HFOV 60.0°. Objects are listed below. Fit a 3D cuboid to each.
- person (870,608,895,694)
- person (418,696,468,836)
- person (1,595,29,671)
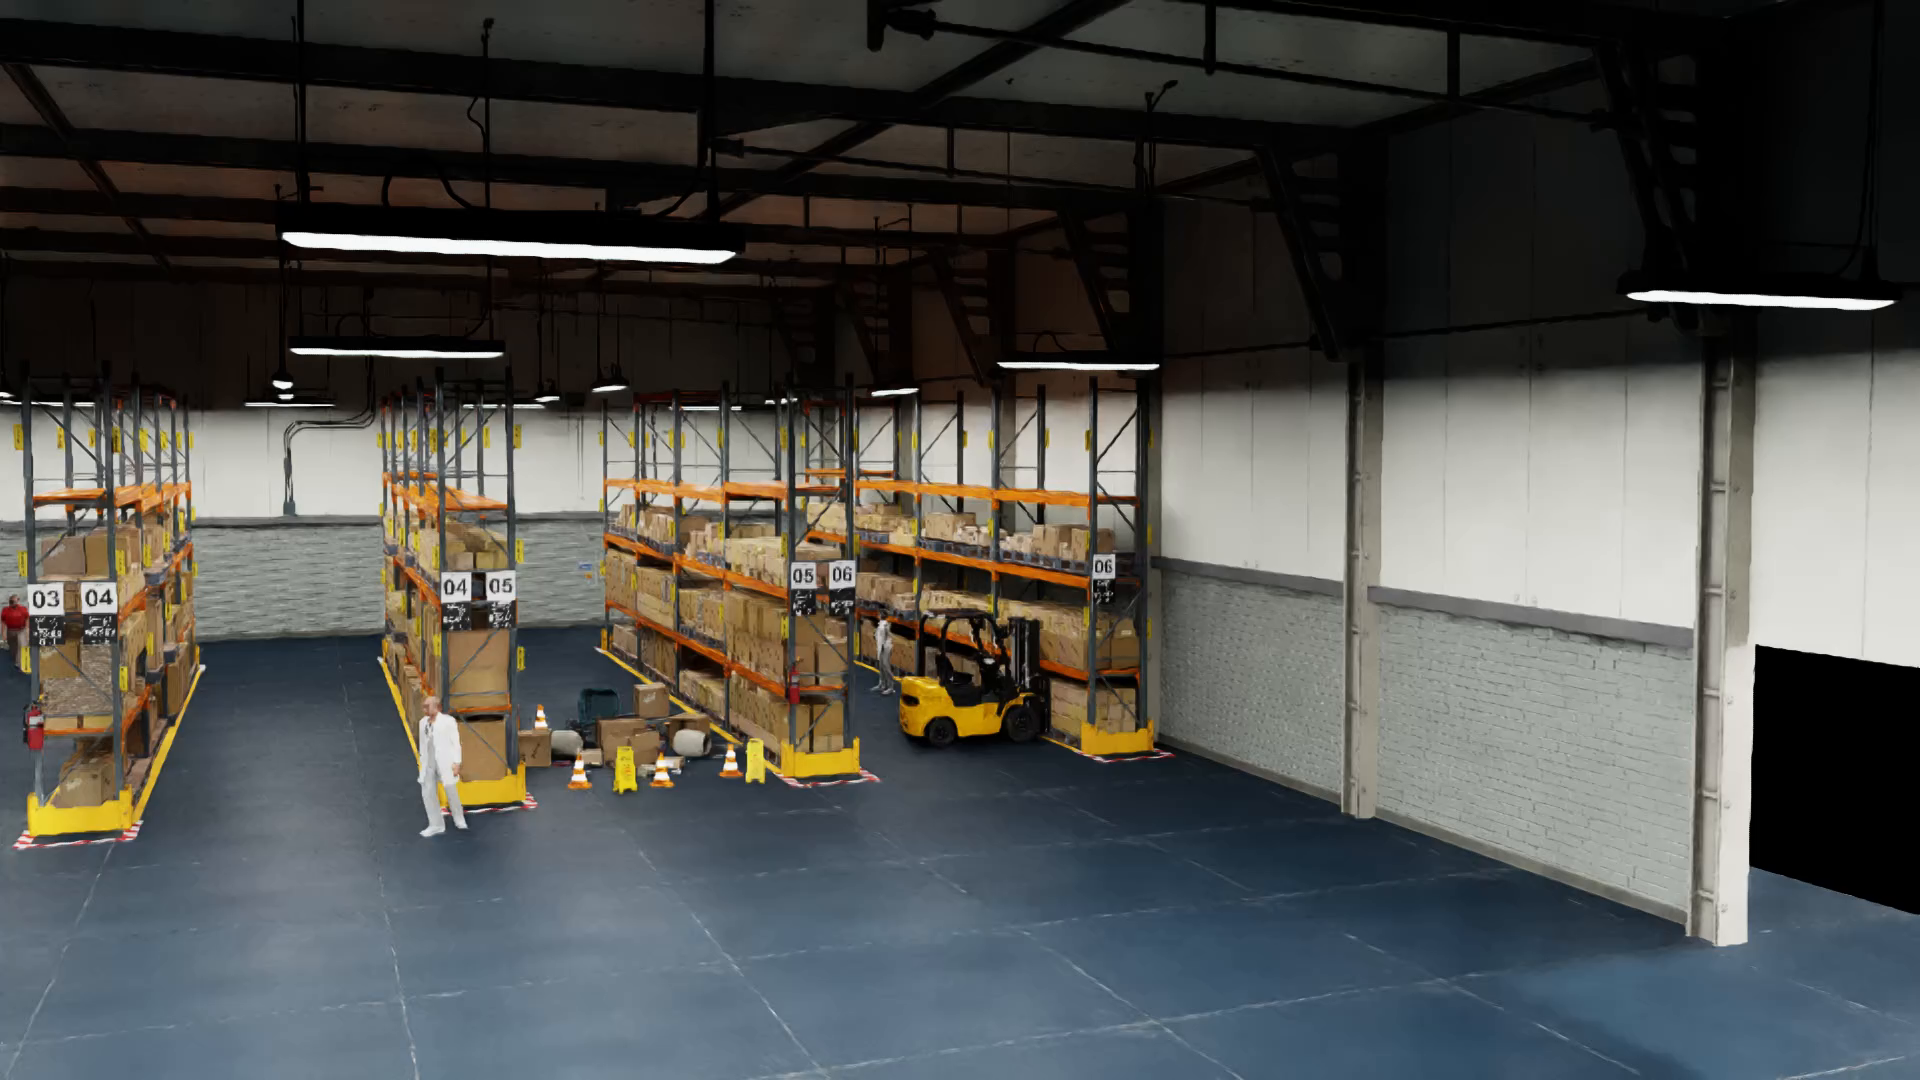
[{"bbox_3d":[-1.537,2.179,32.844,0.516,1.668,0.574,1,3,9],"label":"person"},{"bbox_3d":[-6.607,2.848,21.202,0.611,1.768,0.632,1,4,14],"label":"person"},{"bbox_3d":[-20.462,1.997,36.009,0.542,1.645,1.126,-1,4,-20],"label":"person"}]
